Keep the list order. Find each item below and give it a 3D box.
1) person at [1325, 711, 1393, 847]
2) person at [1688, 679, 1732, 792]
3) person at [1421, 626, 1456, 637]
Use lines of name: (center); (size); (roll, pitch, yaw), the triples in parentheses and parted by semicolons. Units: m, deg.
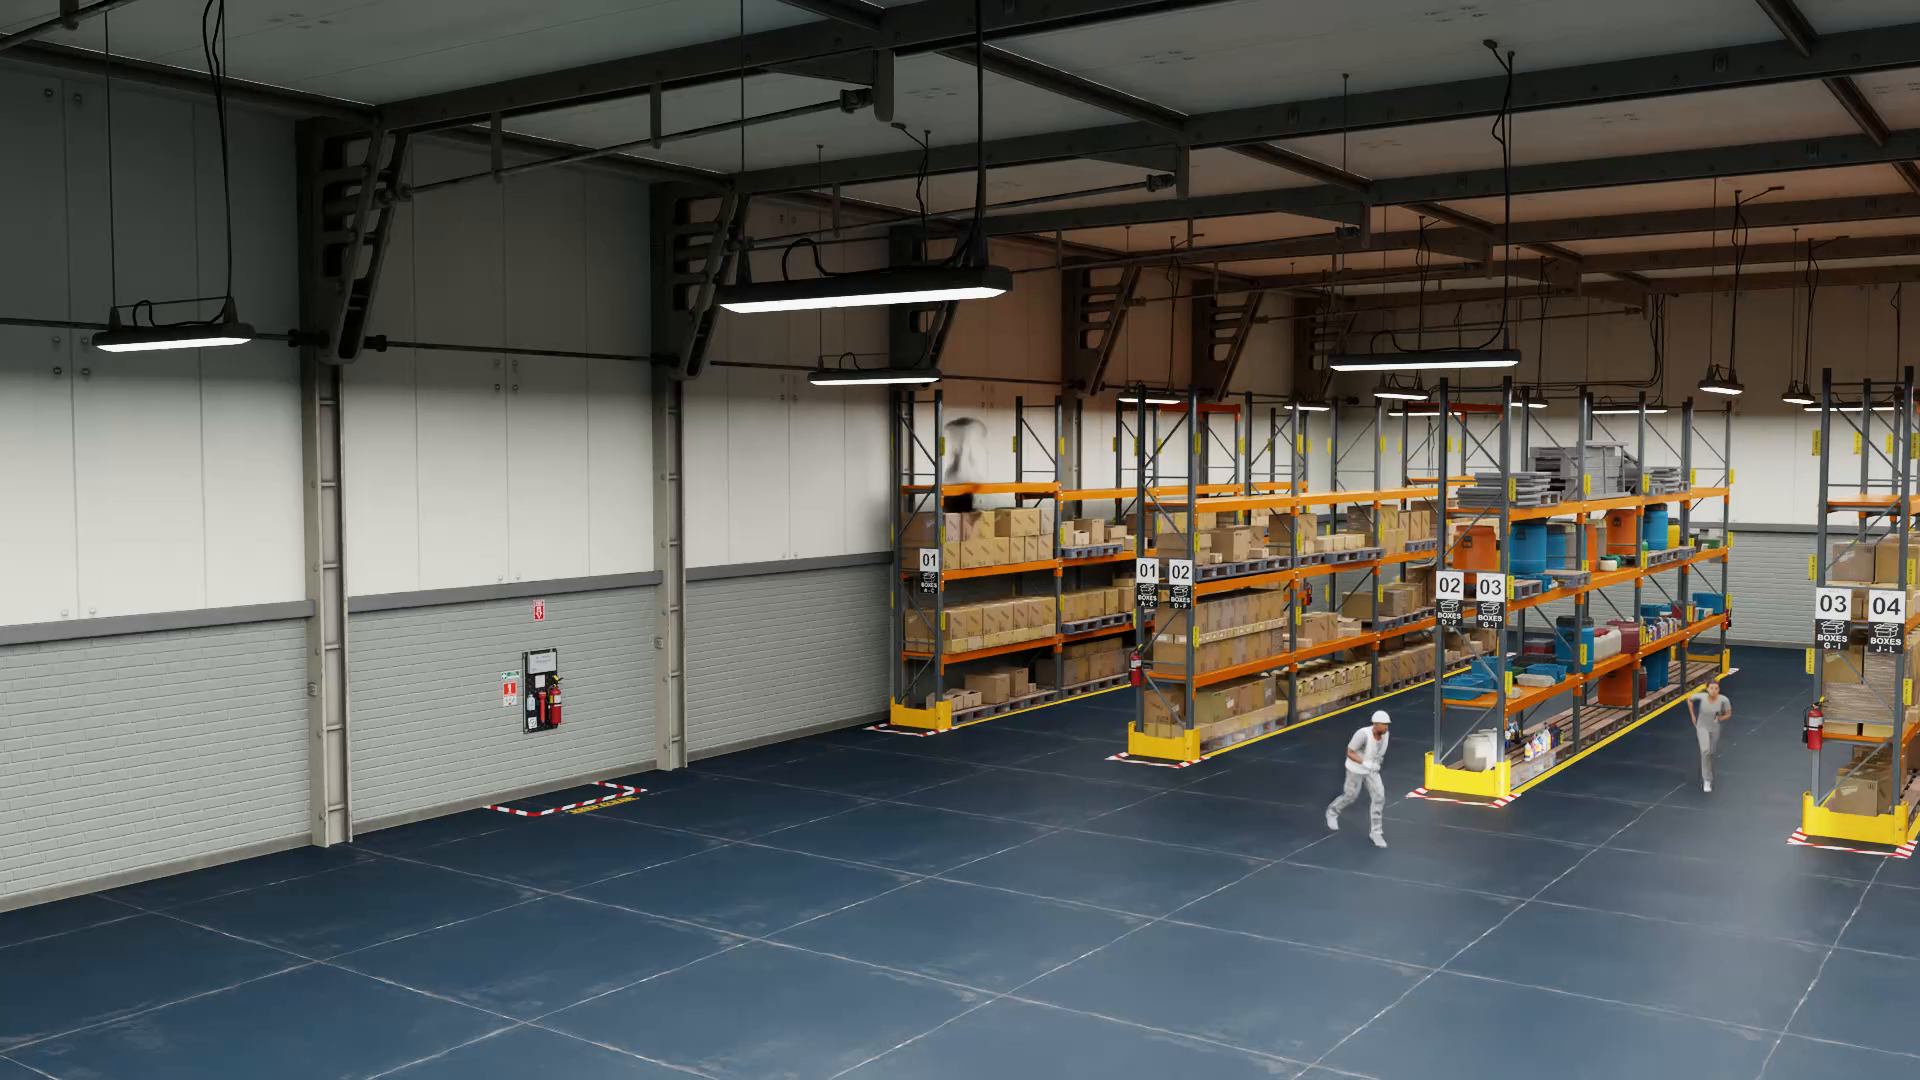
person: (5.077, 2.984, 21.151); (0.728, 1.729, 1.035); (-2, 4, -36)
person: (11.006, 2.838, 24.460); (0.583, 1.666, 0.914); (1, 3, 17)
person: (12.071, 1.770, 41.487); (0.979, 1.801, 0.672); (3, 4, 42)
